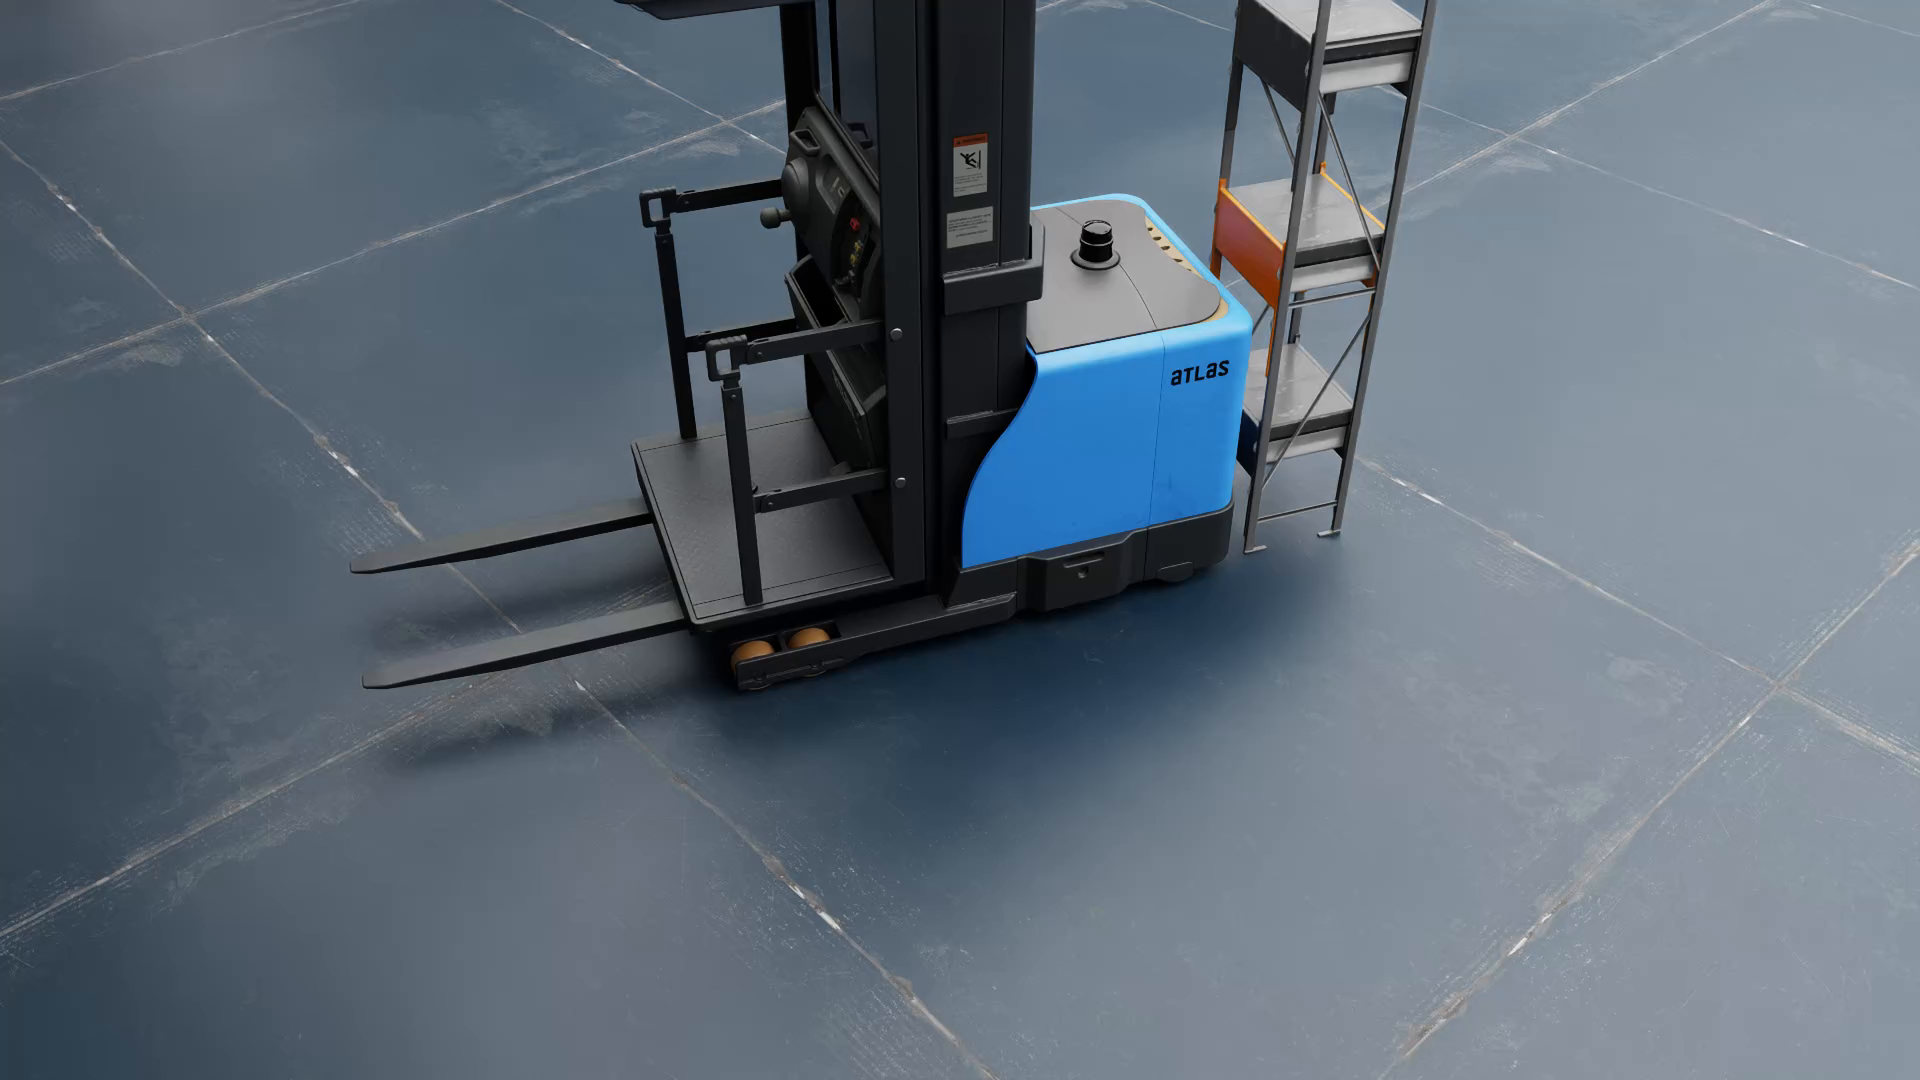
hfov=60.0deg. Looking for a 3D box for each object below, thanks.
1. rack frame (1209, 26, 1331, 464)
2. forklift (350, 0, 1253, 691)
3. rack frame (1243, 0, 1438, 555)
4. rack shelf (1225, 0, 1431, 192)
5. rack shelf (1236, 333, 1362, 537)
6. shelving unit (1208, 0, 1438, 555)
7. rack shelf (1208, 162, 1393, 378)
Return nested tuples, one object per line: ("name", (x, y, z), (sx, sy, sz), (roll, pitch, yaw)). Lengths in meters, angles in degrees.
("rack frame", (1.086, -1.097, 5.938), (0.400, 2.100, 0.015), (-12, 41, -15))
("forklift", (-0.590, -1.009, 5.167), (3.031, 2.935, 1.130), (-13, 41, -15))
("rack frame", (1.245, -0.807, 5.579), (0.400, 2.100, 0.015), (-12, 41, -15))
("rack shelf", (1.165, -1.486, 5.327), (0.431, 0.518, 0.480), (-12, 41, -15))
("rack shelf", (1.165, -0.397, 6.206), (0.431, 0.518, 0.480), (-12, 41, -15))
("shelving unit", (1.165, -0.952, 5.758), (0.431, 2.100, 0.503), (-12, 41, -15))
("rack shelf", (1.165, -0.942, 5.767), (0.431, 0.518, 0.480), (-12, 41, -15))
